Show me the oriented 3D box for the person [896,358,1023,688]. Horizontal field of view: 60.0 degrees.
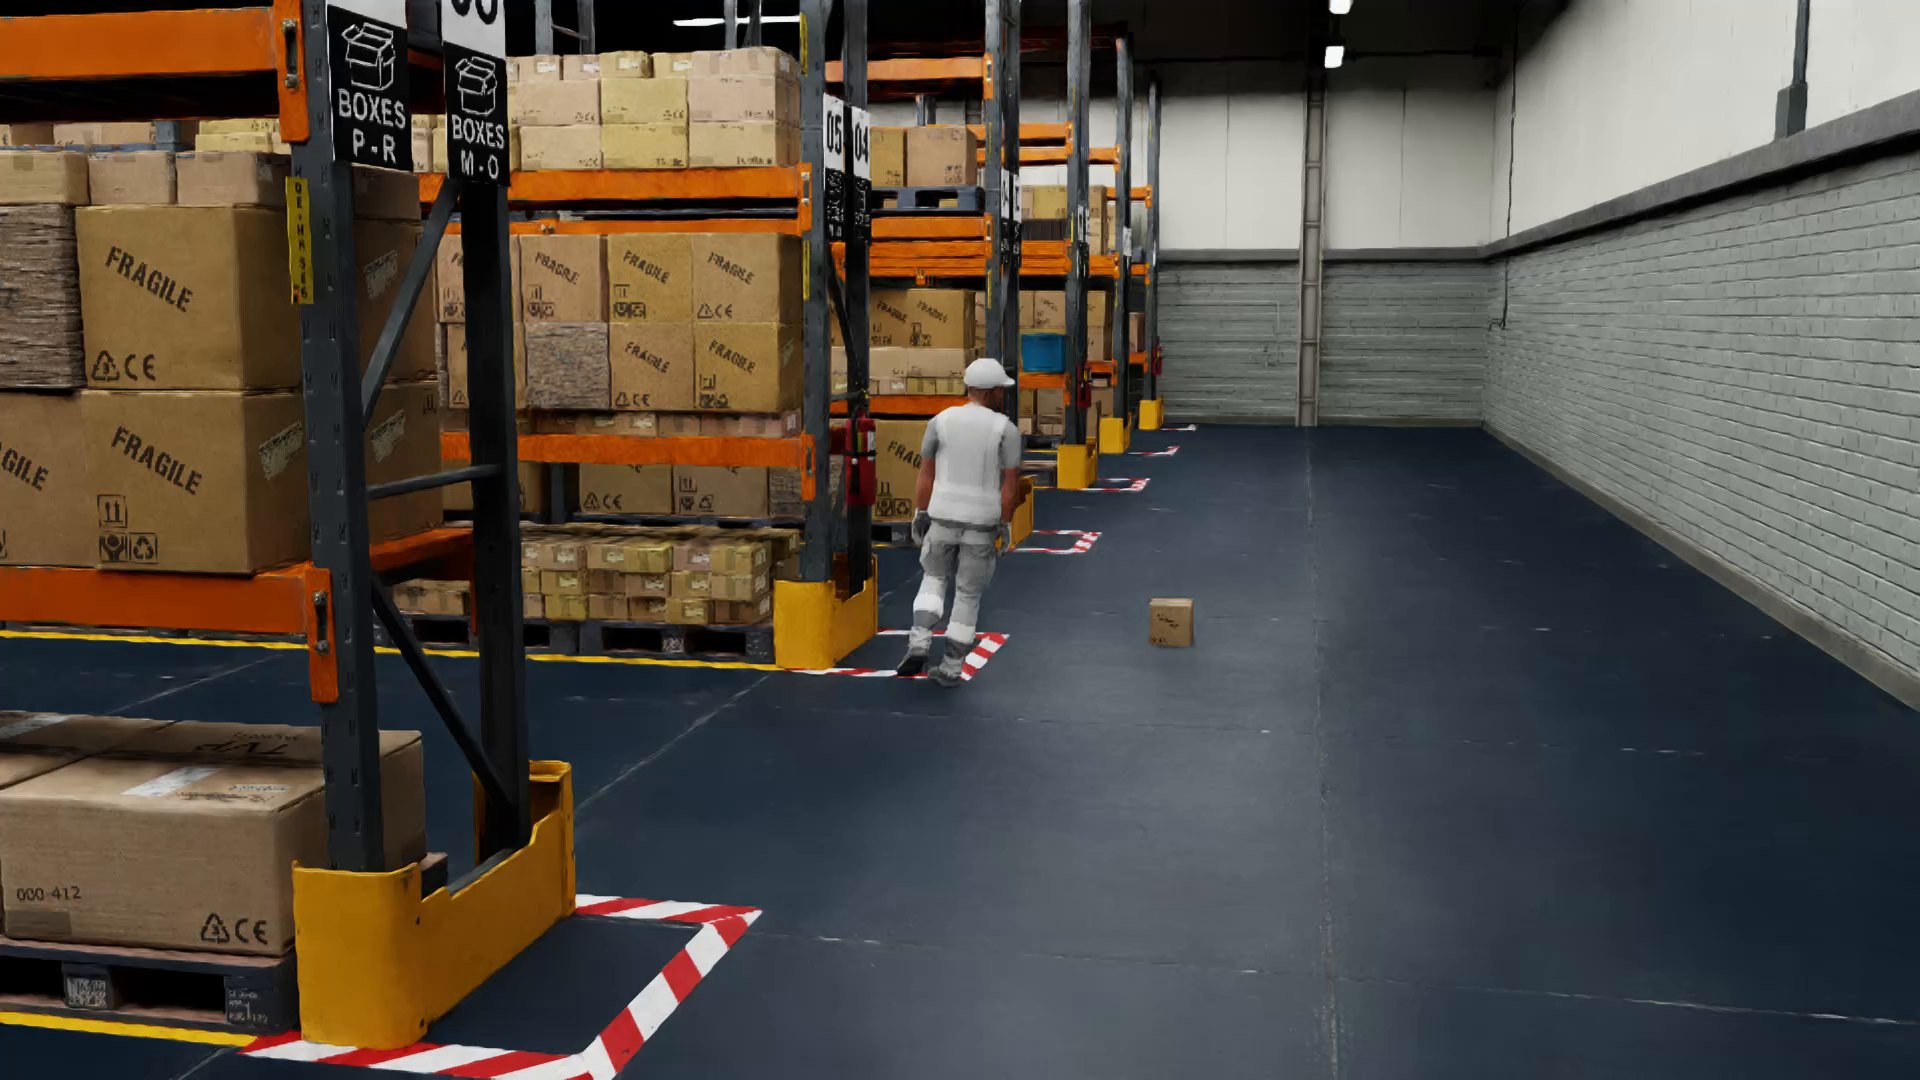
[{"bbox_3d":[0.004,-0.088,8.920,0.687,1.776,0.436,1,8,9],"label":"person"}]
